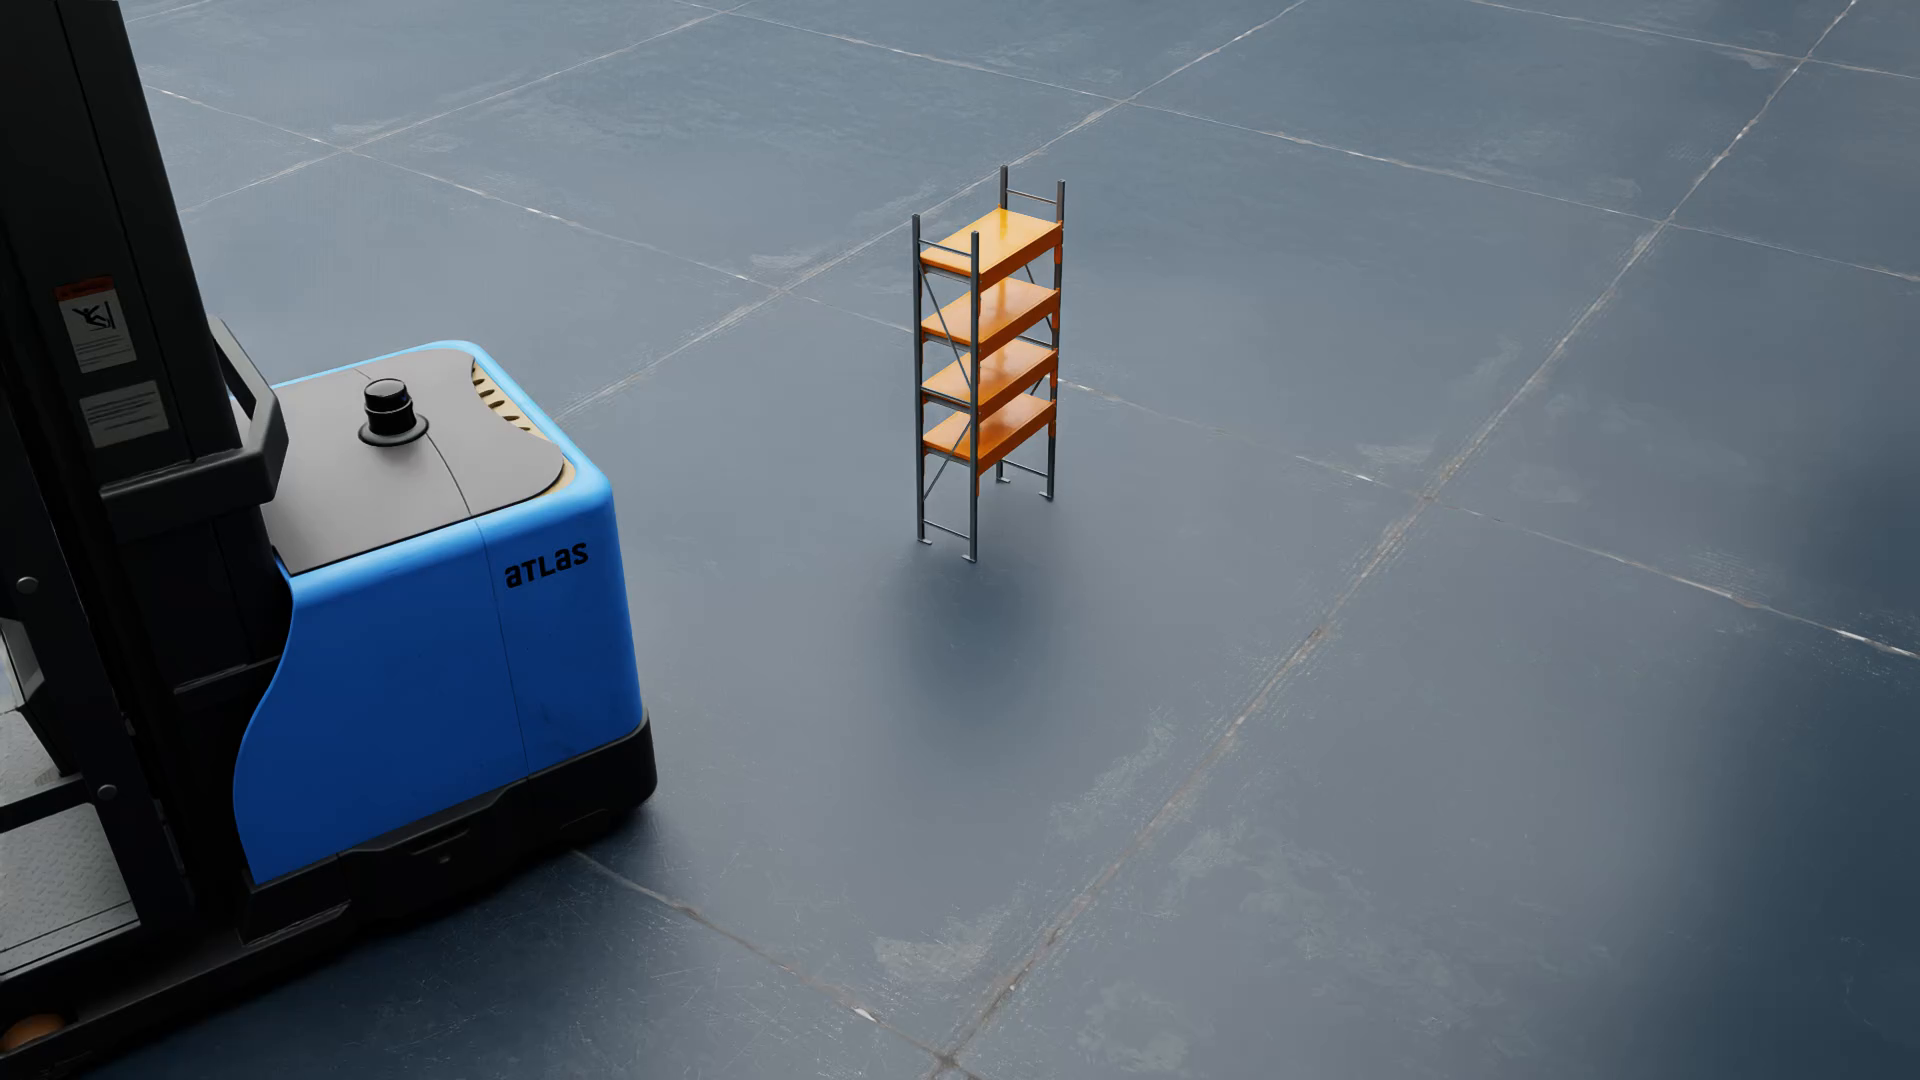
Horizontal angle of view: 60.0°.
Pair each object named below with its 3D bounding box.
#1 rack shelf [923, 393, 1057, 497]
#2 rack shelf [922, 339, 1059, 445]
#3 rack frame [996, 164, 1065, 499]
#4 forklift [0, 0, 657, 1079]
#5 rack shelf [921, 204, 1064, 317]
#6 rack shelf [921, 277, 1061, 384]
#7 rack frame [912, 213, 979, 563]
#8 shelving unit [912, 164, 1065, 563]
[{"bbox_3d":[0.094,-0.353,5.675,0.258,0.148,0.480,21,39,28],"label":"rack shelf"},{"bbox_3d":[0.094,-0.517,5.564,0.258,0.148,0.480,21,39,28],"label":"rack shelf"},{"bbox_3d":[0.234,-0.686,5.693,0.240,1.200,0.015,21,39,28],"label":"rack frame"},{"bbox_3d":[-2.345,-0.222,3.462,3.031,2.935,1.130,-21,39,-28],"label":"forklift"},{"bbox_3d":[0.094,-0.899,5.306,0.258,0.148,0.480,21,39,28],"label":"rack shelf"},{"bbox_3d":[0.094,-0.703,5.439,0.258,0.148,0.480,21,39,28],"label":"rack shelf"},{"bbox_3d":[-0.045,-0.461,5.361,0.240,1.200,0.015,21,39,28],"label":"rack frame"},{"bbox_3d":[0.094,-0.573,5.527,0.258,1.200,0.503,21,39,28],"label":"shelving unit"}]
